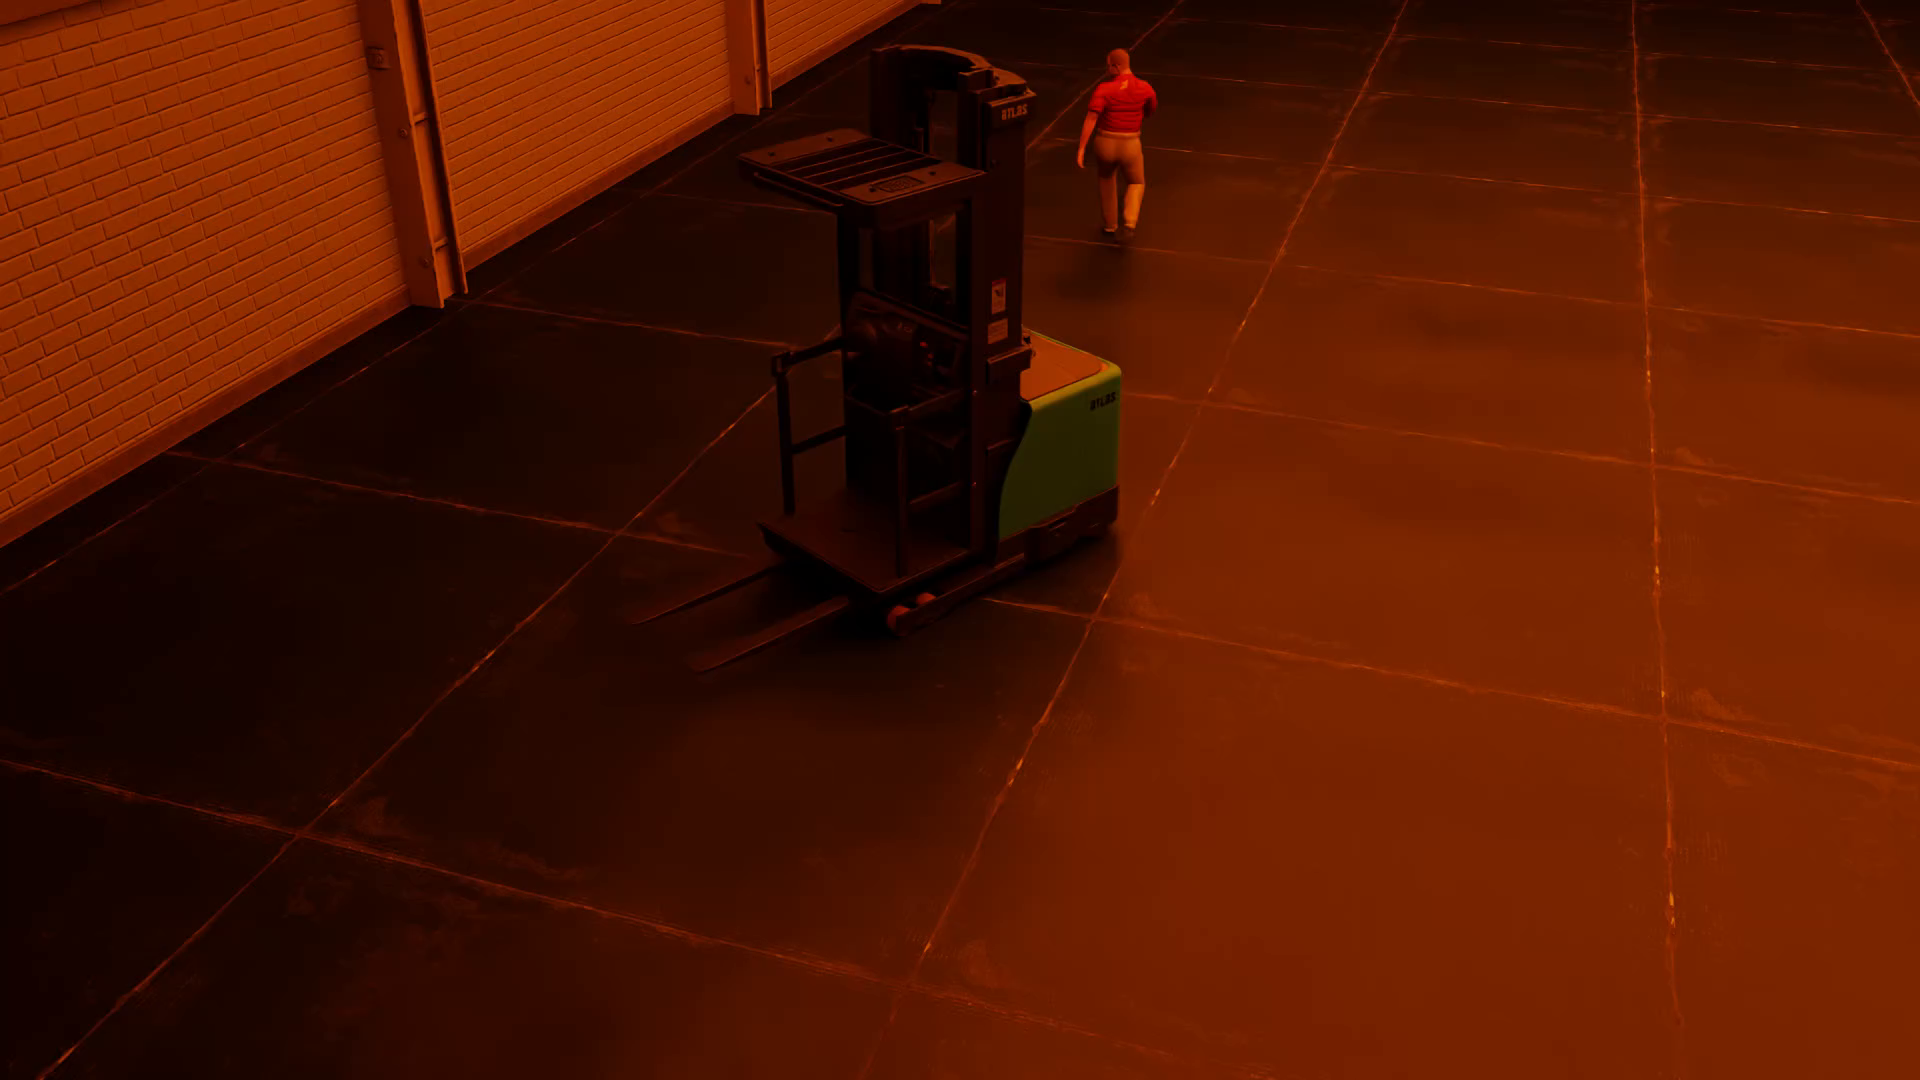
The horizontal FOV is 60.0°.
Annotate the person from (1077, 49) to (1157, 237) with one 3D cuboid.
[{"bbox_3d":[1.362,-3.434,14.460,0.651,1.659,0.731,4,30,7],"label":"person"}]

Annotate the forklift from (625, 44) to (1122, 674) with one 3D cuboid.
[{"bbox_3d":[-0.459,-1.034,8.951,3.031,2.935,1.130,-25,38,-36],"label":"forklift"}]
